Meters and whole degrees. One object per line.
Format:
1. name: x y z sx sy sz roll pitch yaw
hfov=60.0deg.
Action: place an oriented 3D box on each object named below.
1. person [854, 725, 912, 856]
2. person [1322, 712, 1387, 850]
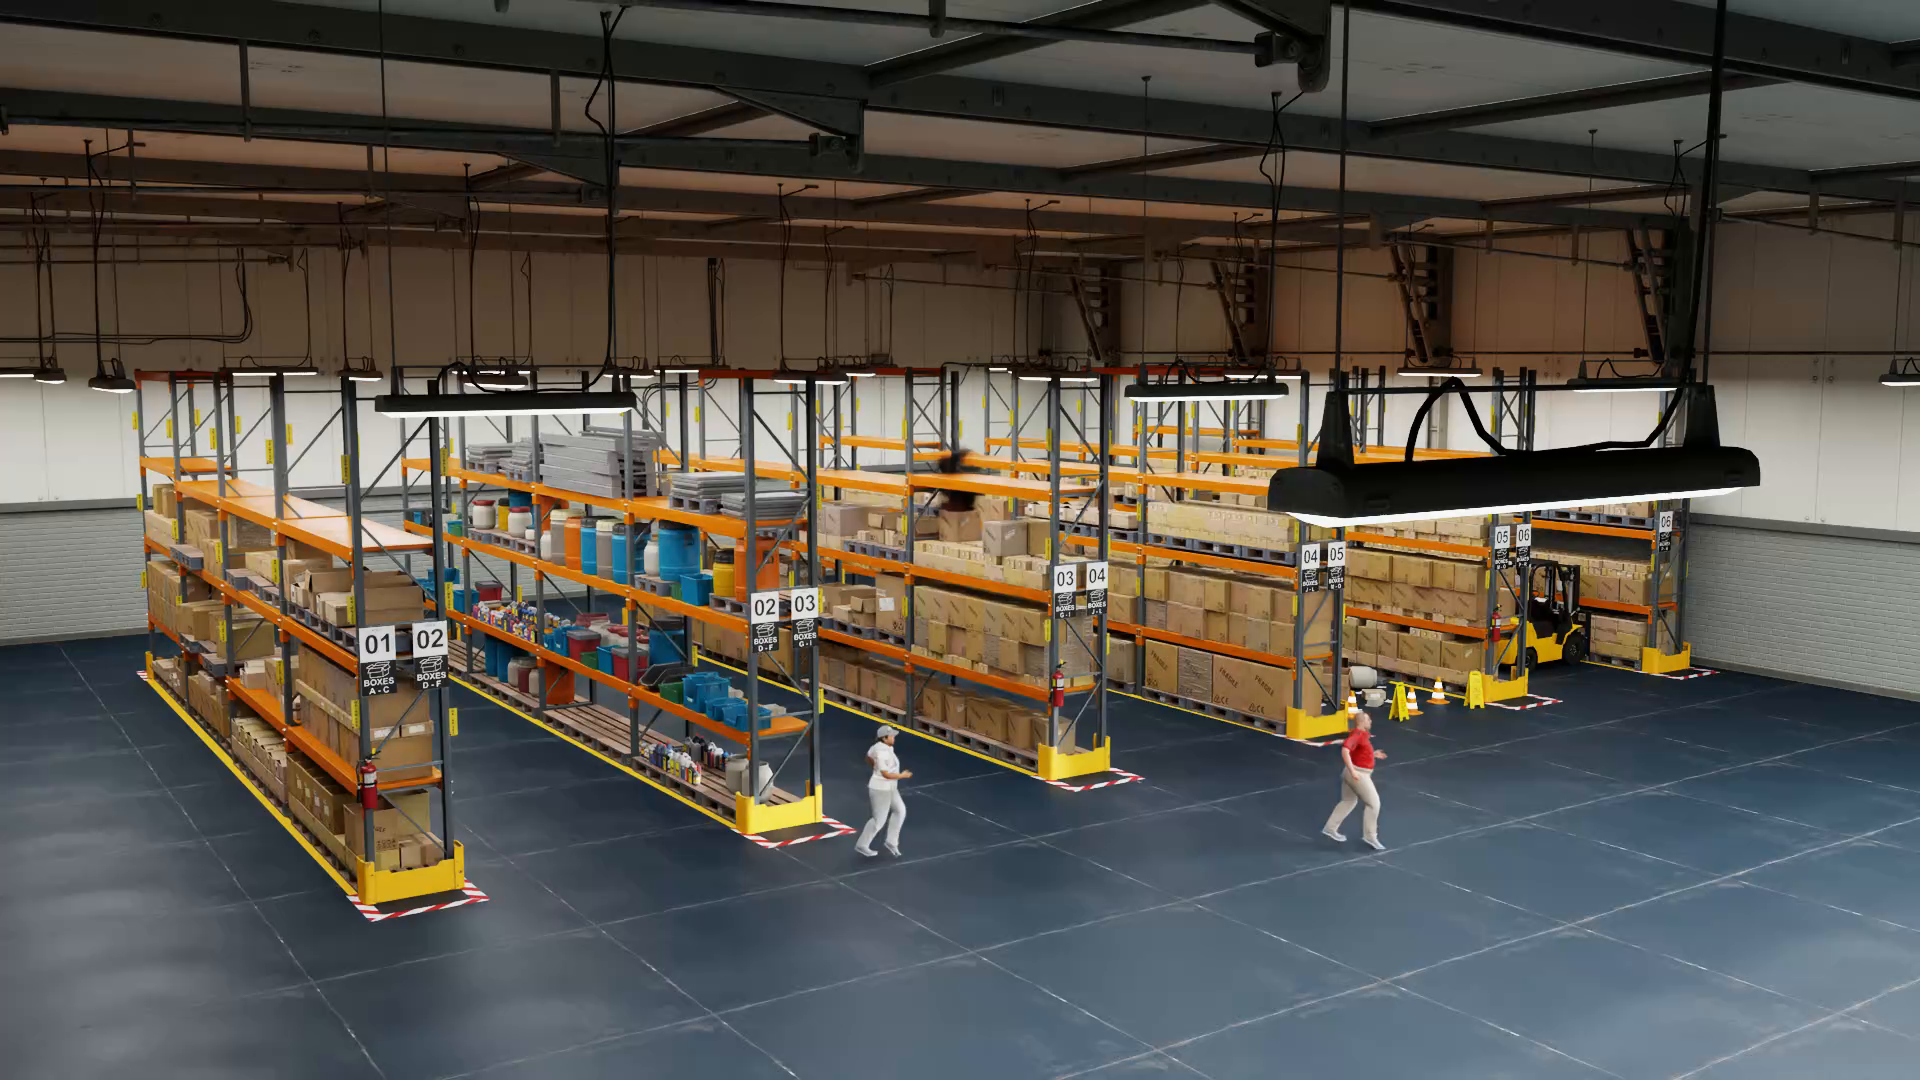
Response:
1. person: -0.958 3.178 20.865 0.734 1.740 0.619 0 6 1
2. person: 5.077 3.084 21.343 0.816 1.789 0.645 0 6 -1
